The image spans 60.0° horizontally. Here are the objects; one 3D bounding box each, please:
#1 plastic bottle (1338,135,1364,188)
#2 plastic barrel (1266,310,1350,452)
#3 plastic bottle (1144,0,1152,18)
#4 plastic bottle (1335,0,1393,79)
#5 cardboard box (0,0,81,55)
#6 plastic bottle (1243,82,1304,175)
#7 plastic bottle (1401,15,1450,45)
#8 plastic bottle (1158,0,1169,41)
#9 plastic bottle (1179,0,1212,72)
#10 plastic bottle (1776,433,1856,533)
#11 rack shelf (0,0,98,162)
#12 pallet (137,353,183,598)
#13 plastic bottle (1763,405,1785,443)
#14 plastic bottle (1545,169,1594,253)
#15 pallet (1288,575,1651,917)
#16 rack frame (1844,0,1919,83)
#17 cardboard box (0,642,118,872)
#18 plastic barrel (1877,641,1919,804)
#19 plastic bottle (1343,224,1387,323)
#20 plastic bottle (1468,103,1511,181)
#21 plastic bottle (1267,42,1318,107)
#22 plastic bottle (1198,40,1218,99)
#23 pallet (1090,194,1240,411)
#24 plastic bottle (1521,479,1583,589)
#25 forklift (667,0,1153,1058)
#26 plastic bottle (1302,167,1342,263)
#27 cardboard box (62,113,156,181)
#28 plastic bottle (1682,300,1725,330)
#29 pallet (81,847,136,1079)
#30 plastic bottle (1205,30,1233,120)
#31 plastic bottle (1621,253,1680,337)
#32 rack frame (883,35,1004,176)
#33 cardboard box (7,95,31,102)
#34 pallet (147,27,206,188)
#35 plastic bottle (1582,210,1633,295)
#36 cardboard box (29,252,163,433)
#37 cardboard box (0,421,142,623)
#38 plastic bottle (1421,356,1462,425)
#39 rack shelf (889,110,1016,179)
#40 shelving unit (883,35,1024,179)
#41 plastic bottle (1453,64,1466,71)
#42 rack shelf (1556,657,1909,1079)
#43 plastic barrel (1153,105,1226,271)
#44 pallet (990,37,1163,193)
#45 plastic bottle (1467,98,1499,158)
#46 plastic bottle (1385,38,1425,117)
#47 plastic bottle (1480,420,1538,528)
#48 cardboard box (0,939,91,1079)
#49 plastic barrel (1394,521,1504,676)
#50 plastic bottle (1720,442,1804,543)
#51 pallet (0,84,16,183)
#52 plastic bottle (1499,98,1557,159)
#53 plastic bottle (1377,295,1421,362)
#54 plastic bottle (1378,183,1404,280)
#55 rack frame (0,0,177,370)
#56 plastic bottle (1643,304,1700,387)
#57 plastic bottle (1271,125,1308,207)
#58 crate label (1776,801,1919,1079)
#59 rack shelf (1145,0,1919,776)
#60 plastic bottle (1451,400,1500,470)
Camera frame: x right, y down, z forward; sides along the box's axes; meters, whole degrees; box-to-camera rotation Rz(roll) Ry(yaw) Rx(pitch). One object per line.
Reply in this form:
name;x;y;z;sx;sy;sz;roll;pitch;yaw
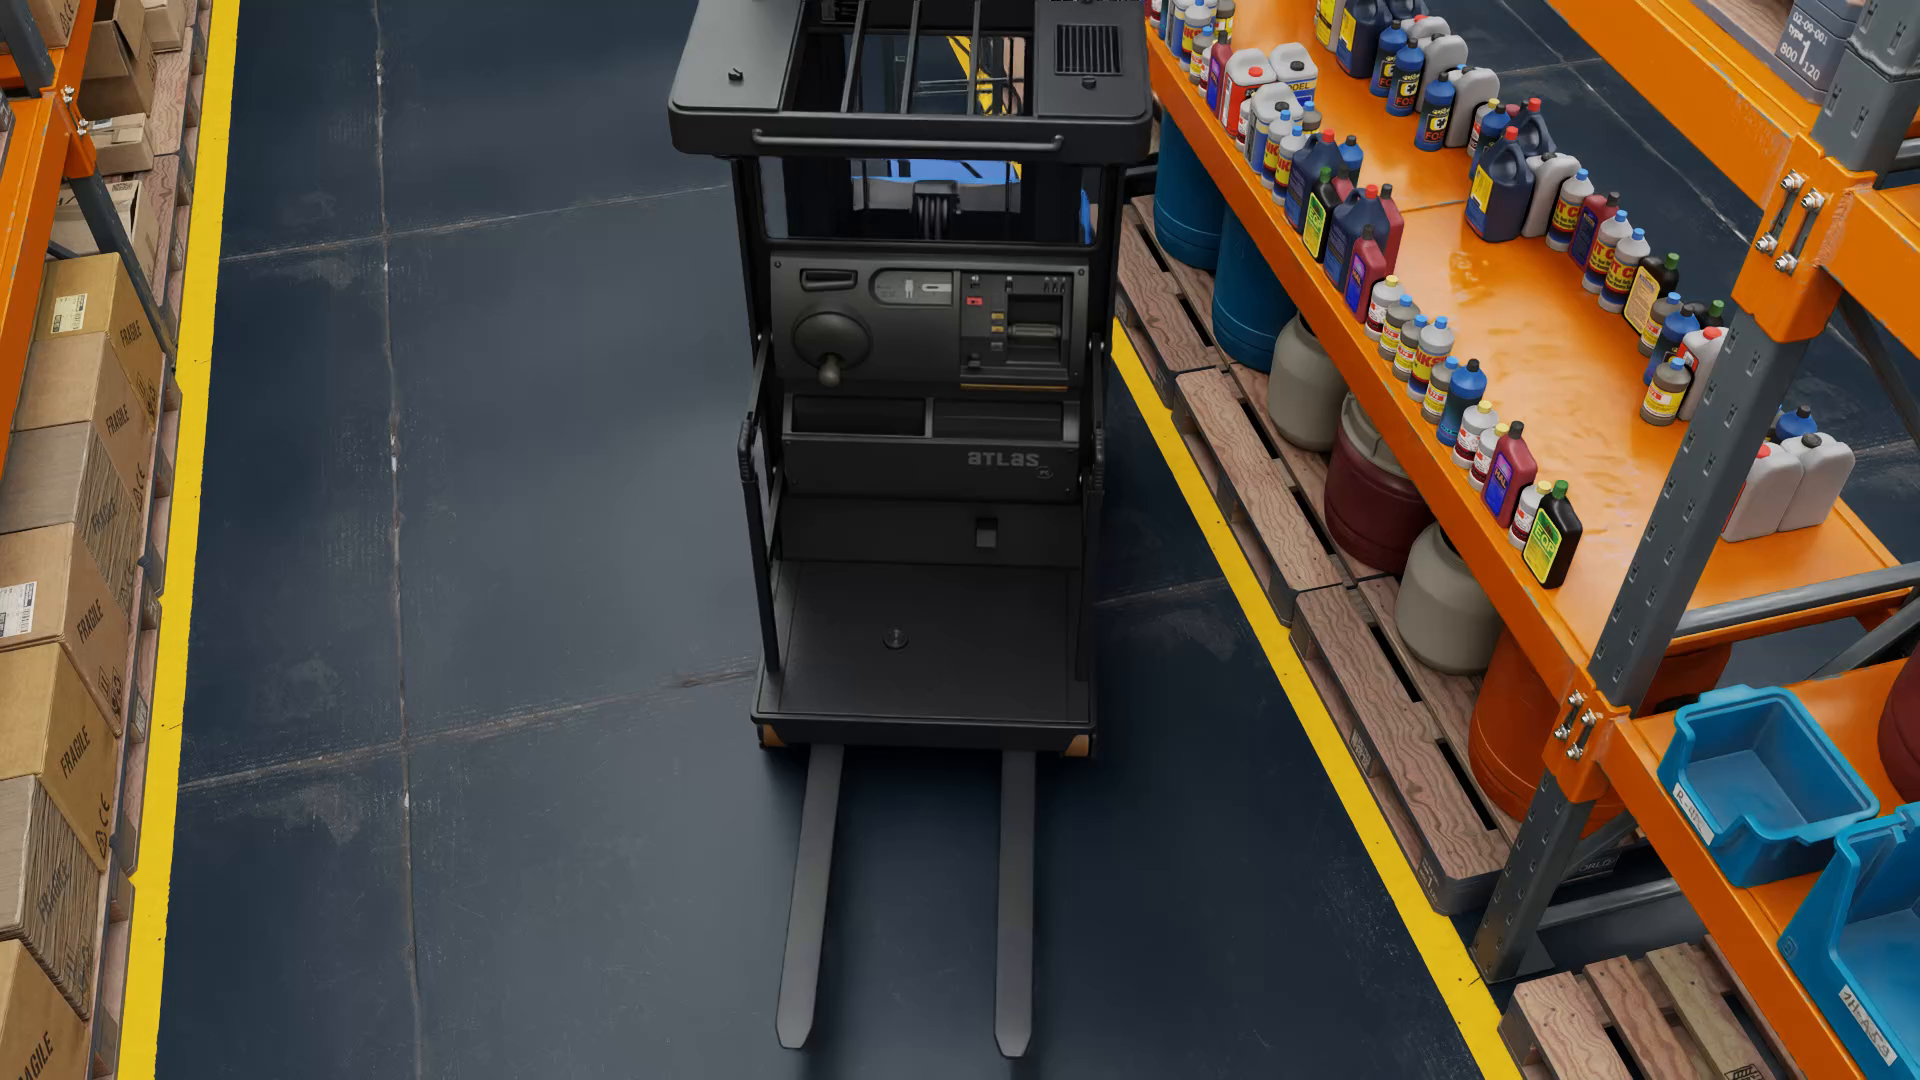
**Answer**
plastic bottle;1.251;-1.191;5.407;0.097;0.271;0.097;0;46;0
plastic barrel;1.374;-0.620;6.206;0.421;0.512;0.421;0;46;0
plastic bottle;0.728;-2.154;6.342;0.061;0.283;0.133;-11;47;-10
plastic bottle;1.472;-1.872;6.019;0.144;0.351;0.185;-11;47;-10
cardboard box;-3.644;-2.151;6.188;0.500;0.500;0.500;-10;46;-9
plastic bottle;1.059;-1.386;5.595;0.152;0.276;0.135;-11;47;-10
plastic bottle;1.648;-1.761;5.962;0.152;0.276;0.135;-11;47;-10
plastic bottle;0.800;-2.006;6.206;0.097;0.271;0.097;0;46;0
plastic bottle;0.859;-1.846;6.049;0.097;0.271;0.097;0;46;0
plastic bottle;2.238;-0.171;4.404;0.152;0.276;0.135;-11;47;-10
rack shelf;-4.289;-2.844;7.440;1.077;0.370;4.000;-11;47;-10
pallet;-3.533;-0.184;6.283;1.003;0.211;1.213;-11;47;-10
plastic bottle;2.210;-0.297;4.580;0.097;0.201;0.097;0;46;0
plastic bottle;1.939;-1.051;5.270;0.097;0.271;0.097;0;46;0
pallet;1.794;0.583;5.531;1.003;0.211;1.213;-11;47;-10
rack frame;2.036;-1.956;1.866;1.000;3.000;0.127;-11;47;-10
cardboard box;-2.857;0.694;4.912;0.500;0.500;0.500;-11;47;-11
plastic barrel;2.448;0.361;3.701;0.600;0.536;0.708;-11;47;-10
plastic bottle;1.227;-0.806;5.021;0.061;0.283;0.133;-11;47;-10
plastic bottle;1.773;-1.328;5.541;0.097;0.271;0.097;0;46;0
plastic bottle;1.146;-1.574;5.779;0.152;0.276;0.135;-11;47;-10
plastic bottle;0.909;-1.687;5.942;0.097;0.201;0.097;0;46;0
pallet;1.169;-1.101;7.182;1.003;0.211;1.213;-11;47;-10
plastic bottle;1.520;-0.017;4.248;0.061;0.283;0.133;-11;47;-10
forklift;-0.097;-0.545;4.732;1.130;2.935;3.031;2;46;2
plastic bottle;1.146;-1.025;5.236;0.061;0.283;0.133;-11;47;-10
cardboard box;-3.907;-1.802;7.591;0.380;0.166;0.250;-11;47;-10
plastic bottle;2.129;-0.593;4.813;0.061;0.283;0.133;-11;47;-10
pallet;-2.908;1.501;4.632;1.003;0.211;1.213;-11;47;-10
plastic bottle;0.921;-1.633;5.831;0.061;0.283;0.133;-11;47;-10
plastic bottle;2.070;-0.753;4.969;0.061;0.283;0.133;-11;47;-10
rack frame;-0.068;-1.894;7.056;0.500;1.500;0.032;-4;46;-4
cardboard box;-4.389;-1.787;7.476;0.500;0.311;0.500;-11;47;-10
pallet;-4.268;-2.057;8.118;1.003;0.211;1.213;-11;47;-10
plastic bottle;1.998;-0.892;5.114;0.097;0.271;0.097;0;46;0
cardboard box;-3.374;-0.705;6.283;0.500;0.500;0.500;-11;47;-11
cardboard box;-3.128;-0.016;5.608;0.500;0.500;0.500;-10;46;-10
plastic bottle;1.374;-0.432;4.712;0.097;0.201;0.097;0;46;0
rack shelf;-0.022;-1.407;6.830;0.538;0.185;1.000;-4;46;-4
shelving unit;-0.022;-1.533;6.702;0.538;1.500;1.048;-4;46;-4
plastic bottle;1.739;-1.567;5.824;0.097;0.201;0.097;0;46;0
rack shelf;2.548;1.776;2.913;1.077;0.370;4.000;-11;47;-10
plastic barrel;1.135;-1.652;6.944;0.600;0.901;0.708;-11;47;-10
pallet;0.786;-2.142;8.202;1.003;0.211;1.213;-11;47;-10
plastic bottle;1.798;-1.407;5.668;0.097;0.201;0.097;0;46;0
plastic bottle;1.567;-1.631;5.838;0.097;0.271;0.097;0;46;0
plastic bottle;1.461;-0.176;4.404;0.061;0.283;0.133;-11;47;-10
cardboard box;-2.594;1.401;4.219;0.500;0.500;0.500;-9;46;-9
plastic barrel;1.663;0.159;5.441;0.421;0.512;0.421;0;46;0
plastic bottle;2.091;-0.143;4.377;0.152;0.276;0.135;-11;47;-10
pallet;-3.678;-1.076;5.339;1.003;0.211;1.213;-11;47;-10
plastic bottle;1.846;-1.265;5.424;0.144;0.351;0.185;-11;47;-10
plastic bottle;1.300;-0.634;4.910;0.097;0.201;0.097;0;46;0
plastic bottle;1.319;-0.960;5.172;0.061;0.283;0.133;-11;47;-10
rack frame;-3.777;-1.715;5.830;1.000;3.000;0.127;-11;47;-10
plastic bottle;2.057;-0.562;4.791;0.097;0.271;0.097;0;46;0
plastic bottle;1.087;-1.232;5.447;0.097;0.271;0.097;0;46;0
crate label;2.029;0.867;3.276;0.502;0.435;0.616;-11;47;-10
rack shelf;1.524;-0.985;5.619;1.077;0.370;4.000;-11;47;-10
plastic bottle;1.424;-0.297;4.580;0.097;0.201;0.097;0;46;0
